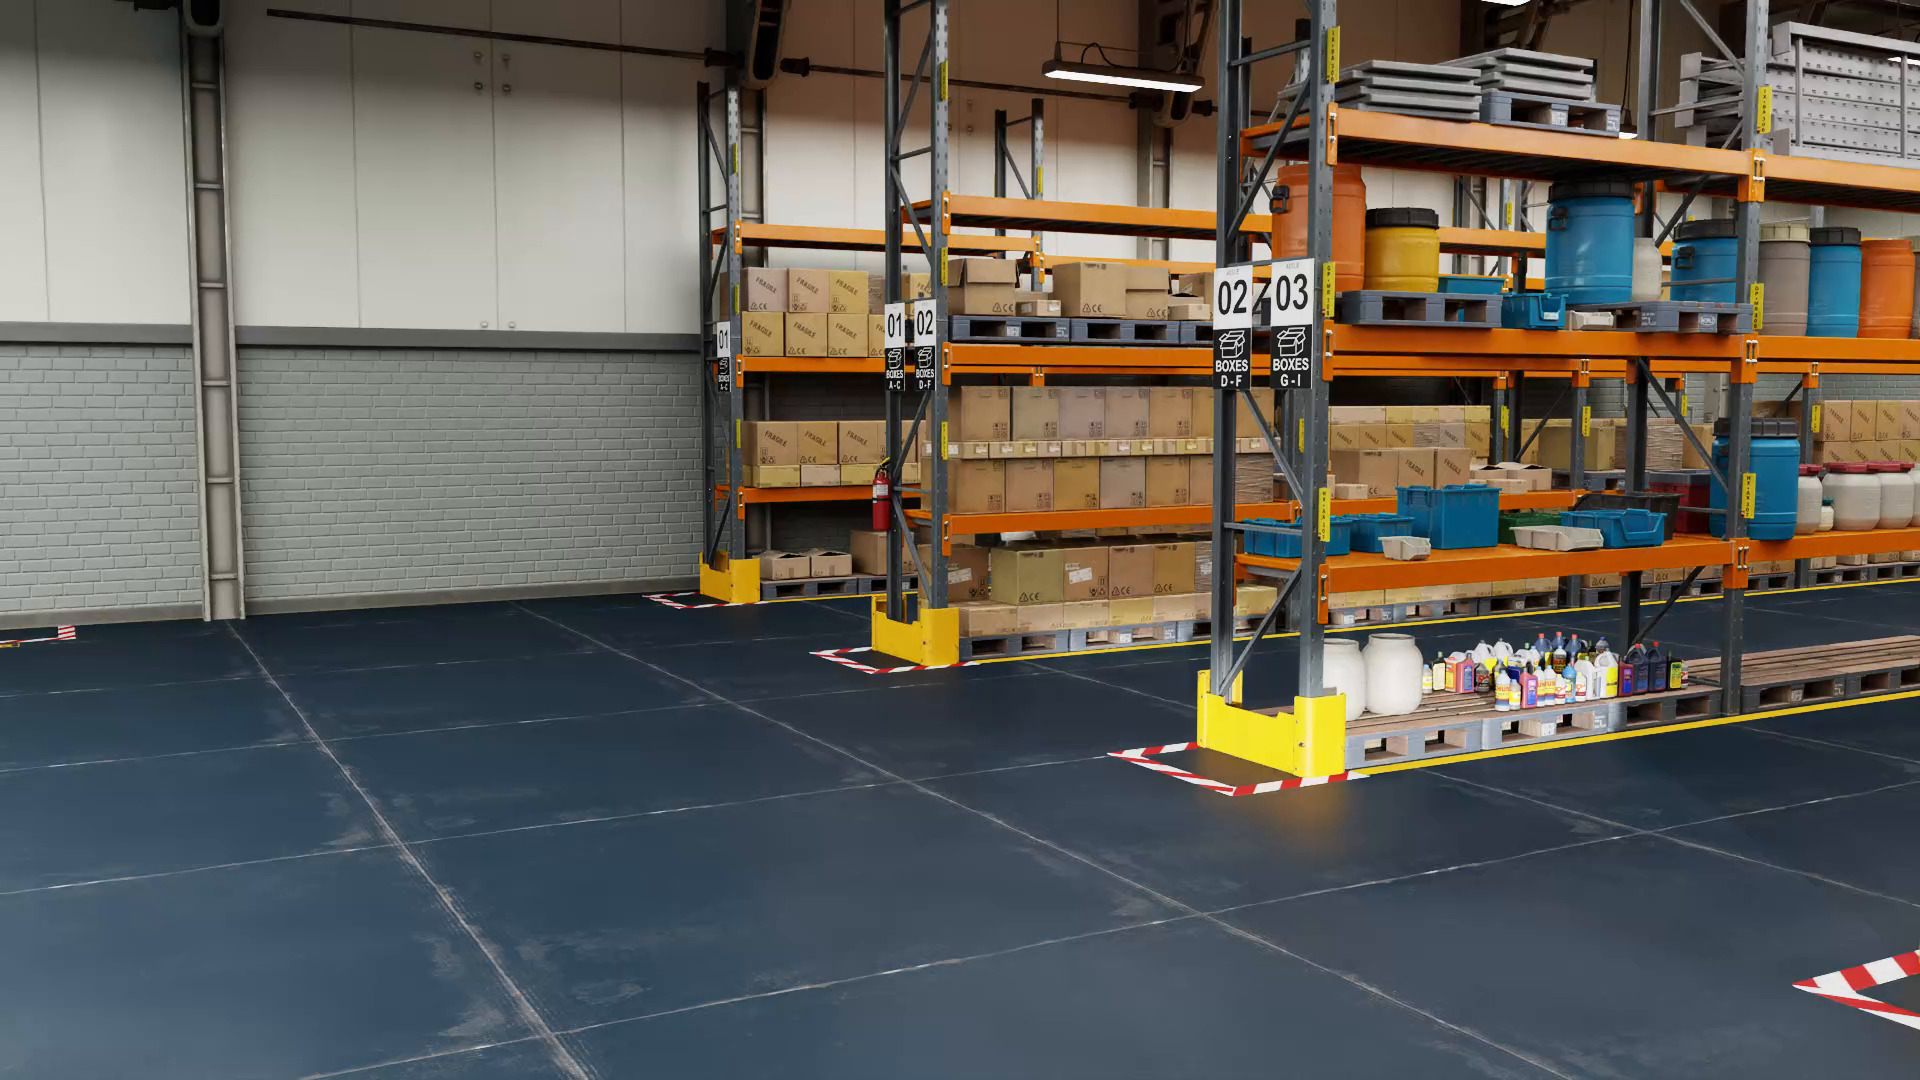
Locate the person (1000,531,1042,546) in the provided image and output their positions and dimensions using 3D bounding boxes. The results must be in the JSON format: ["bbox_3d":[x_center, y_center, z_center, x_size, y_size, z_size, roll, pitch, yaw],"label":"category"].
[{"bbox_3d":[0.669,-0.026,17.459,0.462,1.759,0.632,-3,6,-32],"label":"person"}]
